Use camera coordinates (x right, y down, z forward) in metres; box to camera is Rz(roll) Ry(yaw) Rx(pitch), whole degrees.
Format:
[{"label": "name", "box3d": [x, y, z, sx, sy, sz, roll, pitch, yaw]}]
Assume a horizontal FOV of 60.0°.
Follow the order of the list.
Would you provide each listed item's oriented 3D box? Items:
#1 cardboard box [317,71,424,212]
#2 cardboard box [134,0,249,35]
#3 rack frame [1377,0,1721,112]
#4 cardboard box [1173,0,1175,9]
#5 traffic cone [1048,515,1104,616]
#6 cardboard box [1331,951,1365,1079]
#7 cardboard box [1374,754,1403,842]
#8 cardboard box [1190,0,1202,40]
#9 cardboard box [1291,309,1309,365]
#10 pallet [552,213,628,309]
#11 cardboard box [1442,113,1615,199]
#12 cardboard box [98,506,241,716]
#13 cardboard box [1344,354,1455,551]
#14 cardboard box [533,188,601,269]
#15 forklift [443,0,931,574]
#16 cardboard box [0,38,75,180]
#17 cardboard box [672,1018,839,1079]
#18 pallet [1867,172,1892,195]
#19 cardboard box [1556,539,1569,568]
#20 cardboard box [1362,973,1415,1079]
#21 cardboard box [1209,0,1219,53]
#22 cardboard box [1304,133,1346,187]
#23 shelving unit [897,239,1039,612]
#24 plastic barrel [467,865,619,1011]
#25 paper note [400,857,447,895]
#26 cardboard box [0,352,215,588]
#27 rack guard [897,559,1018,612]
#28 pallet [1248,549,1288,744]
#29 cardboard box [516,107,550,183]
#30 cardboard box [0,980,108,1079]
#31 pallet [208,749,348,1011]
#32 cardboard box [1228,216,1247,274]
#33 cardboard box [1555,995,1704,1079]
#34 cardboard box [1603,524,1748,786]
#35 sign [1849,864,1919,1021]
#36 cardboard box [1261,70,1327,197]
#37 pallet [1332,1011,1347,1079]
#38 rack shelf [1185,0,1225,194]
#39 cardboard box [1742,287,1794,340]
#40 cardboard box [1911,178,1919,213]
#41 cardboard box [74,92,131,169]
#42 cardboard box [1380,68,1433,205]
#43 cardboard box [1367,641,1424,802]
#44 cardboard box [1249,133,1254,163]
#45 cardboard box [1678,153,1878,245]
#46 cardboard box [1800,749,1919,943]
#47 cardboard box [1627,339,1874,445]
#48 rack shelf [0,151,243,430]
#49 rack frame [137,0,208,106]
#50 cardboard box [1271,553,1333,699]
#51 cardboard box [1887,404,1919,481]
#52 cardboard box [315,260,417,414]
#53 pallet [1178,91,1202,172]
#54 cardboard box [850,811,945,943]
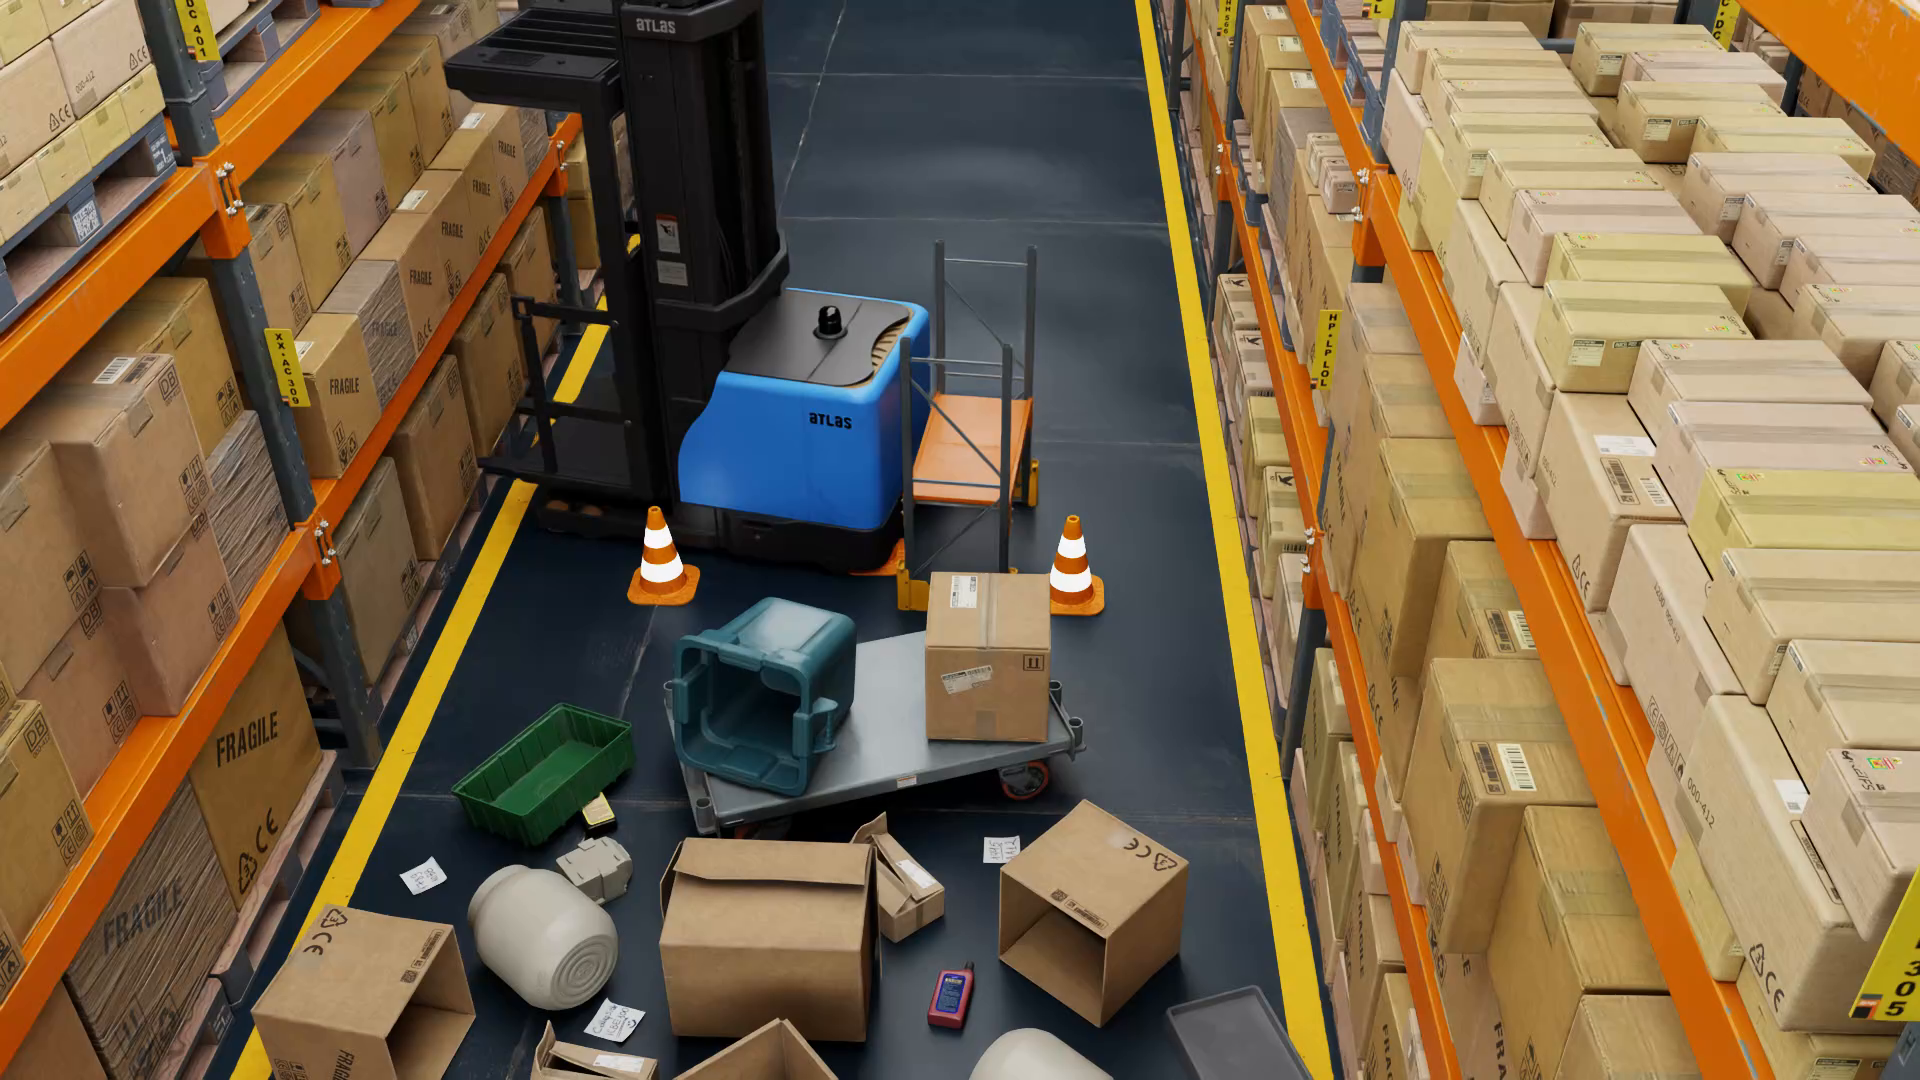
[{"label": "cardboard box", "box3d": [-2.976, -1.874, 7.797, 0.700, 0.500, 0.500, 1, 35, 1]}, {"label": "cardboard box", "box3d": [-2.777, -1.989, 5.973, 0.258, 0.266, 0.396, 1, 35, 1]}, {"label": "rack frame", "box3d": [1.899, -2.661, 4.656, 1.000, 3.000, 0.127, 1, 35, 2]}, {"label": "cardboard box", "box3d": [2.388, -4.799, 14.778, 0.875, 0.438, 0.875, 0, 35, 0]}, {"label": "traffic cone", "box3d": [0.550, 0.087, 8.170, 0.336, 0.463, 0.334, 1, 35, 2]}, {"label": "cardboard box", "box3d": [1.577, 1.691, 5.707, 0.500, 0.250, 0.500, 1, 35, 1]}, {"label": "cardboard box", "box3d": [1.505, 0.805, 5.160, 0.380, 0.149, 0.250, 1, 35, 2]}, {"label": "cardboard box", "box3d": [1.854, -3.616, 11.363, 0.500, 0.250, 0.500, 1, 35, 1]}, {"label": "cardboard box", "box3d": [1.647, -0.877, 7.189, 0.380, 0.149, 0.250, 1, 35, 1]}, {"label": "pallet", "box3d": [-2.857, -1.869, 11.171, 1.003, 0.211, 1.213, 1, 35, 2]}, {"label": "cardboard box", "box3d": [1.522, -1.032, 4.471, 0.380, 0.149, 0.250, 1, 35, 2]}, {"label": "cardboard box", "box3d": [-3.053, 0.205, 5.665, 0.875, 0.550, 0.550, 1, 35, 2]}, {"label": "cardboard box", "box3d": [1.622, -0.237, 5.209, 0.700, 0.500, 0.500, 2, 35, 2]}, {"label": "cardboard box", "box3d": [-2.607, -2.110, 10.899, 0.500, 0.500, 0.500, 0, 35, 0]}, {"label": "forklift", "box3d": [-1.718, -1.492, 8.270, 3.031, 2.935, 1.130, 9, 36, 12]}, {"label": "cardboard box", "box3d": [-2.835, -1.184, 4.582, 0.500, 0.250, 0.500, 1, 35, 2]}, {"label": "cardboard box", "box3d": [-0.721, 2.045, 5.348, 0.797, 0.503, 0.637, -24, 42, -30]}, {"label": "pallet", "box3d": [7.139, -2.378, 11.896, 1.003, 0.211, 1.213, 1, 35, 2]}, {"label": "cardboard box", "box3d": [1.553, 0.021, 3.667, 0.380, 0.149, 0.250, 0, 35, 1]}, {"label": "cardboard box", "box3d": [1.555, 1.682, 5.068, 0.500, 0.500, 0.500, 1, 35, 1]}, {"label": "cardboard box", "box3d": [1.842, -3.227, 10.374, 0.500, 0.250, 0.500, 0, 35, 1]}, {"label": "cardboard box", "box3d": [1.694, -1.631, 7.133, 0.380, 0.149, 0.250, 0, 35, 0]}, {"label": "shelving unit", "box3d": [0.056, -0.555, 8.181, 0.587, 1.500, 1.083, 5, 35, 7]}, {"label": "plastic barrel", "box3d": [-1.564, 1.479, 6.224, 0.512, 0.421, 0.421, 28, 44, 33]}, {"label": "paper note", "box3d": [-2.173, 1.359, 6.735, 0.147, 0.020, 0.142, -24, 42, -30]}, {"label": "cardboard box", "box3d": [-3.006, -0.236, 5.353, 0.875, 0.550, 0.550, 1, 35, 2]}, {"label": "rack guard", "box3d": [-0.014, 0.240, 8.137, 0.587, 0.250, 0.087, 5, 35, 7]}, {"label": "pallet", "box3d": [1.929, 0.487, 7.819, 1.003, 0.211, 1.213, 1, 35, 2]}, {"label": "cardboard box", "box3d": [-2.640, -2.337, 9.325, 0.500, 0.500, 0.500, 1, 35, 2]}, {"label": "cardboard box", "box3d": [-3.217, 1.836, 4.957, 0.875, 0.875, 0.875, 1, 35, 1]}, {"label": "pallet", "box3d": [-3.160, 1.313, 6.643, 1.003, 0.211, 1.213, 1, 35, 2]}, {"label": "cardboard box", "box3d": [2.171, -2.202, 10.703, 0.875, 0.875, 0.875, 1, 35, 1]}, {"label": "cardboard box", "box3d": [1.541, 1.222, 3.134, 0.700, 0.500, 0.500, 1, 35, 1]}, {"label": "cardboard box", "box3d": [1.525, 0.215, 3.044, 0.500, 0.250, 0.500, 1, 35, 1]}, {"label": "sign", "box3d": [1.185, 0.478, 2.028, 0.100, 0.325, 0.005, 1, 35, 2]}, {"label": "cardboard box", "box3d": [1.782, -1.981, 8.195, 0.500, 0.500, 0.500, 2, 35, 3]}, {"label": "pallet", "box3d": [1.861, 2.024, 5.632, 1.003, 0.211, 1.213, 1, 35, 2]}, {"label": "rack shelf", "box3d": [2.140, -3.359, 11.492, 1.077, 0.370, 4.000, 1, 35, 2]}, {"label": "cardboard box", "box3d": [2.091, -0.359, 3.861, 0.500, 0.250, 0.500, 2, 35, 3]}, {"label": "cardboard box", "box3d": [6.871, -2.377, 11.278, 0.500, 0.500, 0.500, 3, 35, 4]}, {"label": "cardboard box", "box3d": [-2.756, -1.238, 5.007, 0.380, 0.149, 0.250, 2, 35, 3]}, {"label": "cardboard box", "box3d": [1.608, -1.247, 5.125, 0.500, 0.250, 0.500, 1, 35, 1]}, {"label": "cardboard box", "box3d": [1.573, 0.454, 5.095, 0.500, 0.500, 0.500, 1, 35, 1]}, {"label": "cardboard box", "box3d": [1.759, -2.073, 8.890, 0.380, 0.149, 0.250, -1, 35, -1]}, {"label": "cardboard box", "box3d": [2.078, -0.871, 4.243, 0.380, 0.149, 0.250, 1, 35, 1]}, {"label": "cardboard box", "box3d": [1.457, 0.440, 2.377, 0.380, 0.149, 0.250, 2, 35, 2]}, {"label": "cardboard box", "box3d": [1.613, -0.289, 3.415, 0.380, 0.149, 0.250, 0, 35, 1]}, {"label": "rack shelf", "box3d": [-3.131, -0.046, 4.170, 1.077, 0.370, 4.000, 1, 35, 2]}, {"label": "rack frame", "box3d": [-3.051, -2.717, 4.736, 1.000, 3.000, 0.127, 1, 35, 2]}, {"label": "cardboard box", "box3d": [1.918, 0.396, 7.444, 0.950, 0.372, 0.625, 2, 35, 2]}, {"label": "cardboard box", "box3d": [2.021, -0.133, 3.192, 0.380, 0.149, 0.250, 1, 35, 2]}, {"label": "cardboard box", "box3d": [-2.741, -0.890, 7.266, 0.500, 0.500, 0.500, 2, 35, 2]}, {"label": "pallet", "box3d": [2.265, -3.217, 13.089, 1.003, 0.211, 1.213, 1, 35, 2]}, {"label": "cardboard box", "box3d": [-0.278, 1.331, 6.571, 0.258, 0.266, 0.396, -24, 42, -30]}]
